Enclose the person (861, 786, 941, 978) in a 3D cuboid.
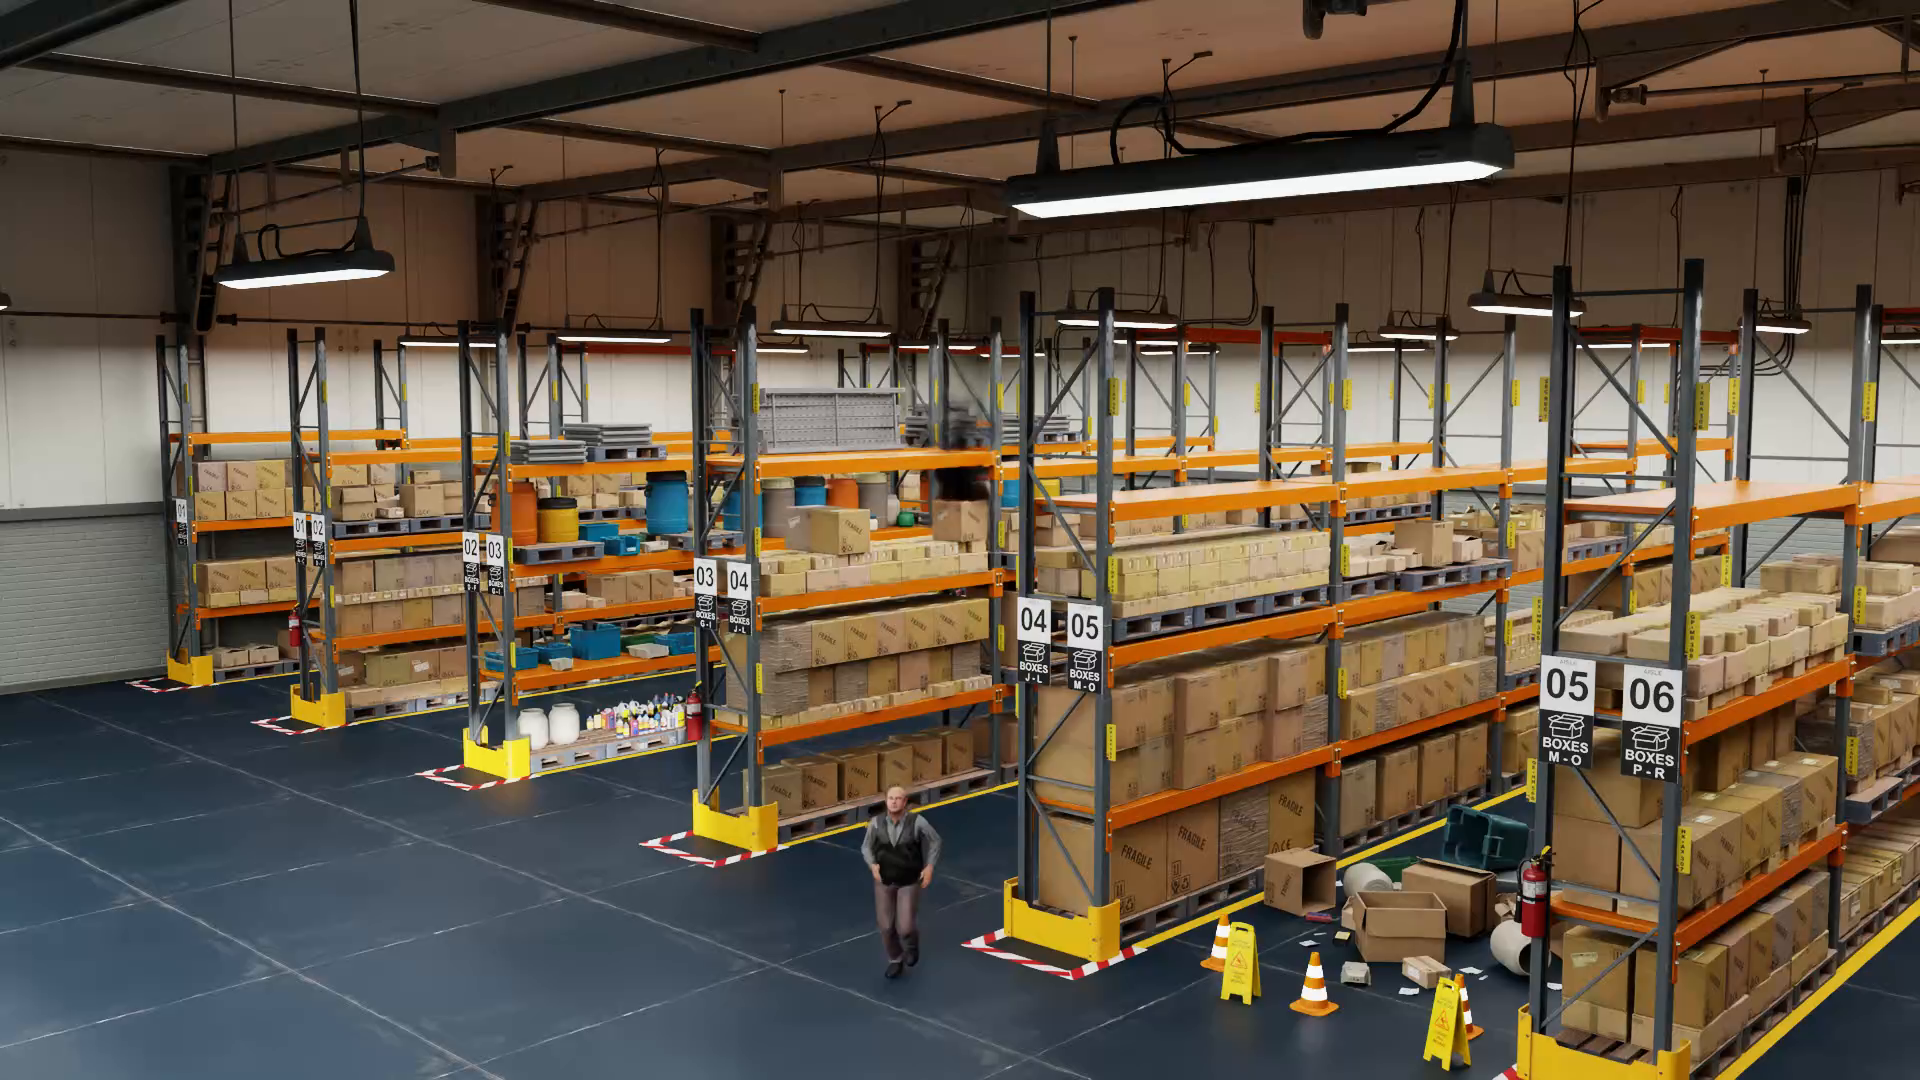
[{"bbox_3d":[-0.529,2.974,14.425,0.689,1.682,0.592,1,5,9],"label":"person"}]
